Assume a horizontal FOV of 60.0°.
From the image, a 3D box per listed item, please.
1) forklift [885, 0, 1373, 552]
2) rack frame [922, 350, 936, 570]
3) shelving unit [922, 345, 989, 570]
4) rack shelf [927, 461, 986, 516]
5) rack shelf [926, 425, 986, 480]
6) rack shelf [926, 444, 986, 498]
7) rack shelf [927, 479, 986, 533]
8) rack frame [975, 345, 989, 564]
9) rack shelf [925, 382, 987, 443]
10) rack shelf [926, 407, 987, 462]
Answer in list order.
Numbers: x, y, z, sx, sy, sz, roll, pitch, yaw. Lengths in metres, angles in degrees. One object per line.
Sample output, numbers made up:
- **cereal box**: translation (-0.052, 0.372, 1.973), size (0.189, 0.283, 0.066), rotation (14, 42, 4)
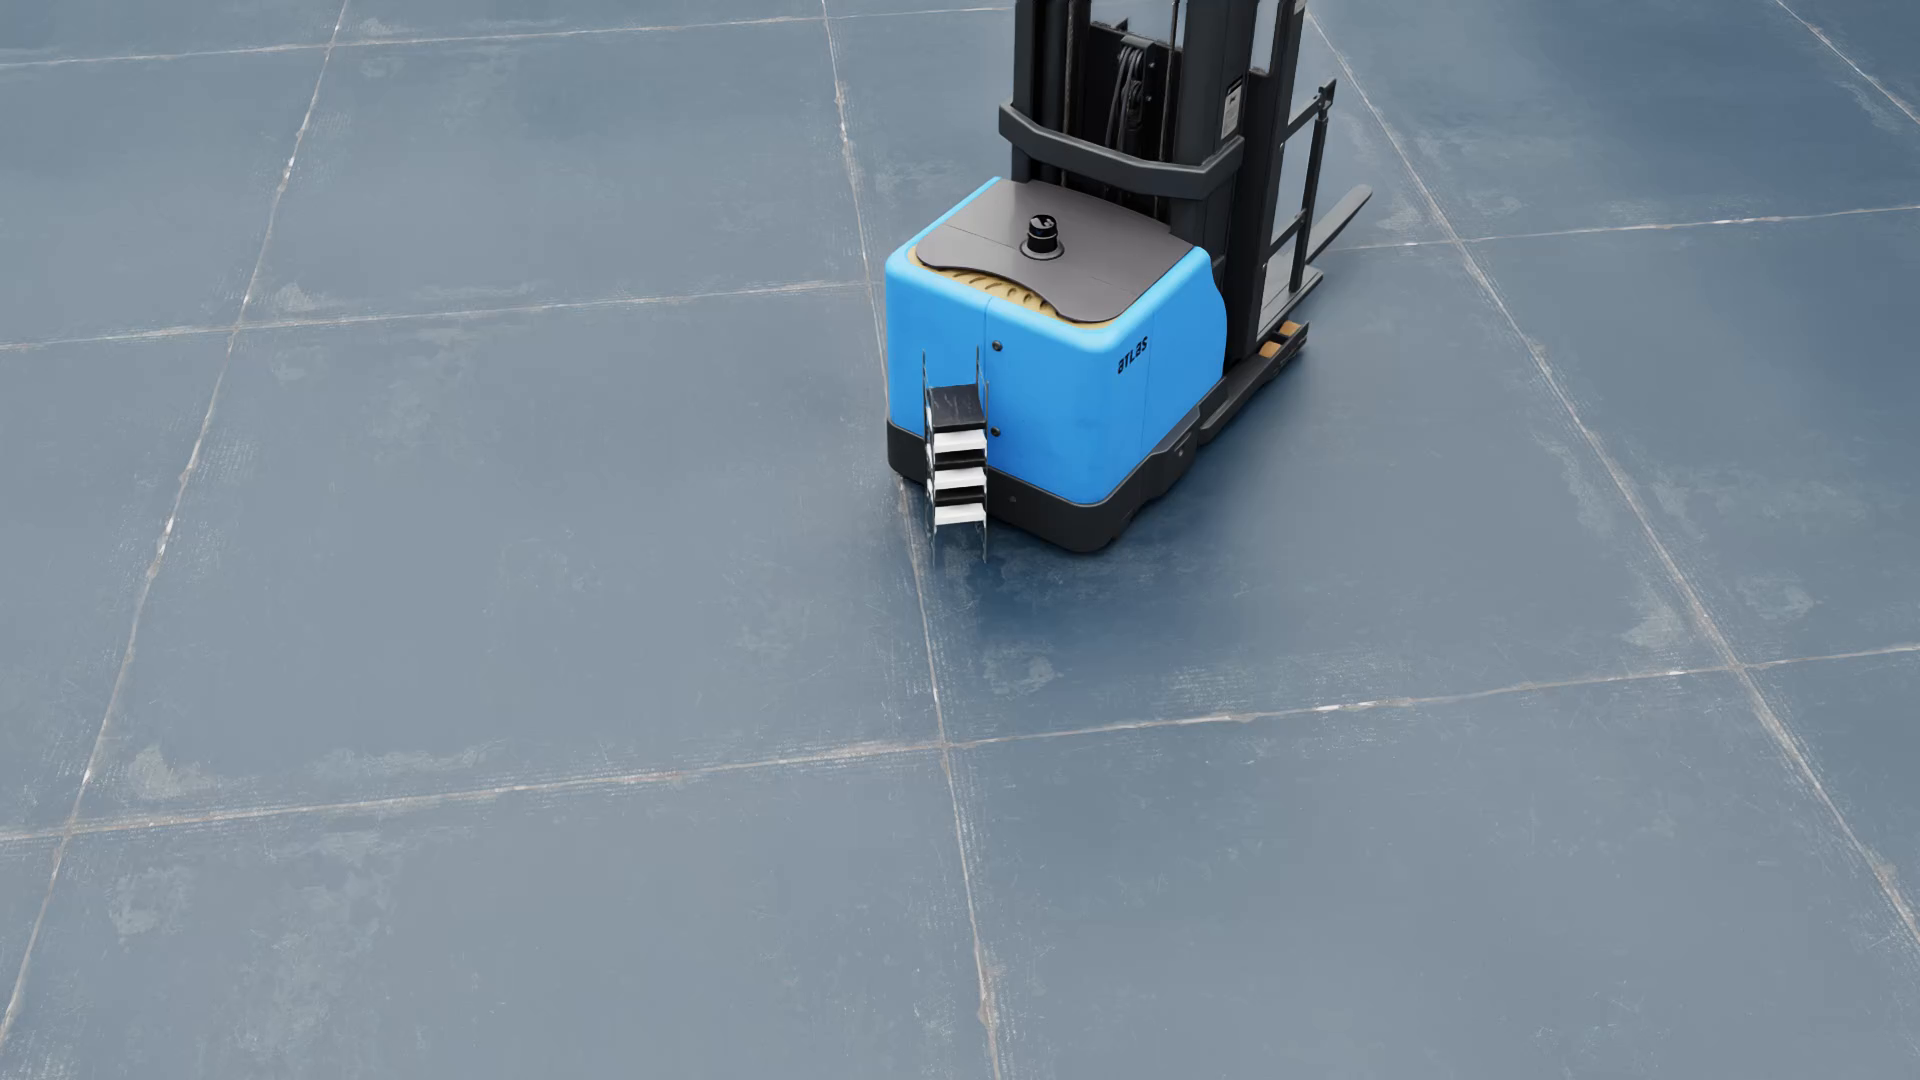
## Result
- **forklift**: translation (0.947, -1.991, 6.769), size (1.130, 2.935, 3.031), rotation (25, 48, 25)
- **rack frame**: translation (-0.119, -0.295, 6.405), size (0.006, 0.900, 0.240), rotation (-6, 42, -7)
- **shelving unit**: translation (-0.018, -0.306, 6.417), size (0.210, 0.900, 0.258), rotation (-6, 42, -7)
- **rack shelf**: translation (-0.018, -0.214, 6.500), size (0.200, 0.077, 0.258), rotation (-6, 42, -7)
- **rack shelf**: translation (-0.018, -0.348, 6.379), size (0.200, 0.077, 0.258), rotation (-6, 42, -7)
- **rack shelf**: translation (-0.018, -0.281, 6.439), size (0.200, 0.077, 0.258), rotation (-6, 42, -7)
- **rack shelf**: translation (-0.018, -0.147, 6.560), size (0.200, 0.077, 0.258), rotation (-6, 42, -7)
- **rack frame**: translation (0.082, -0.316, 6.429), size (0.006, 0.900, 0.240), rotation (-6, 42, -7)
- **rack shelf**: translation (-0.018, -0.482, 6.259), size (0.200, 0.077, 0.258), rotation (-6, 42, -7)
- **rack shelf**: translation (-0.018, -0.415, 6.319), size (0.200, 0.077, 0.258), rotation (-6, 42, -7)
